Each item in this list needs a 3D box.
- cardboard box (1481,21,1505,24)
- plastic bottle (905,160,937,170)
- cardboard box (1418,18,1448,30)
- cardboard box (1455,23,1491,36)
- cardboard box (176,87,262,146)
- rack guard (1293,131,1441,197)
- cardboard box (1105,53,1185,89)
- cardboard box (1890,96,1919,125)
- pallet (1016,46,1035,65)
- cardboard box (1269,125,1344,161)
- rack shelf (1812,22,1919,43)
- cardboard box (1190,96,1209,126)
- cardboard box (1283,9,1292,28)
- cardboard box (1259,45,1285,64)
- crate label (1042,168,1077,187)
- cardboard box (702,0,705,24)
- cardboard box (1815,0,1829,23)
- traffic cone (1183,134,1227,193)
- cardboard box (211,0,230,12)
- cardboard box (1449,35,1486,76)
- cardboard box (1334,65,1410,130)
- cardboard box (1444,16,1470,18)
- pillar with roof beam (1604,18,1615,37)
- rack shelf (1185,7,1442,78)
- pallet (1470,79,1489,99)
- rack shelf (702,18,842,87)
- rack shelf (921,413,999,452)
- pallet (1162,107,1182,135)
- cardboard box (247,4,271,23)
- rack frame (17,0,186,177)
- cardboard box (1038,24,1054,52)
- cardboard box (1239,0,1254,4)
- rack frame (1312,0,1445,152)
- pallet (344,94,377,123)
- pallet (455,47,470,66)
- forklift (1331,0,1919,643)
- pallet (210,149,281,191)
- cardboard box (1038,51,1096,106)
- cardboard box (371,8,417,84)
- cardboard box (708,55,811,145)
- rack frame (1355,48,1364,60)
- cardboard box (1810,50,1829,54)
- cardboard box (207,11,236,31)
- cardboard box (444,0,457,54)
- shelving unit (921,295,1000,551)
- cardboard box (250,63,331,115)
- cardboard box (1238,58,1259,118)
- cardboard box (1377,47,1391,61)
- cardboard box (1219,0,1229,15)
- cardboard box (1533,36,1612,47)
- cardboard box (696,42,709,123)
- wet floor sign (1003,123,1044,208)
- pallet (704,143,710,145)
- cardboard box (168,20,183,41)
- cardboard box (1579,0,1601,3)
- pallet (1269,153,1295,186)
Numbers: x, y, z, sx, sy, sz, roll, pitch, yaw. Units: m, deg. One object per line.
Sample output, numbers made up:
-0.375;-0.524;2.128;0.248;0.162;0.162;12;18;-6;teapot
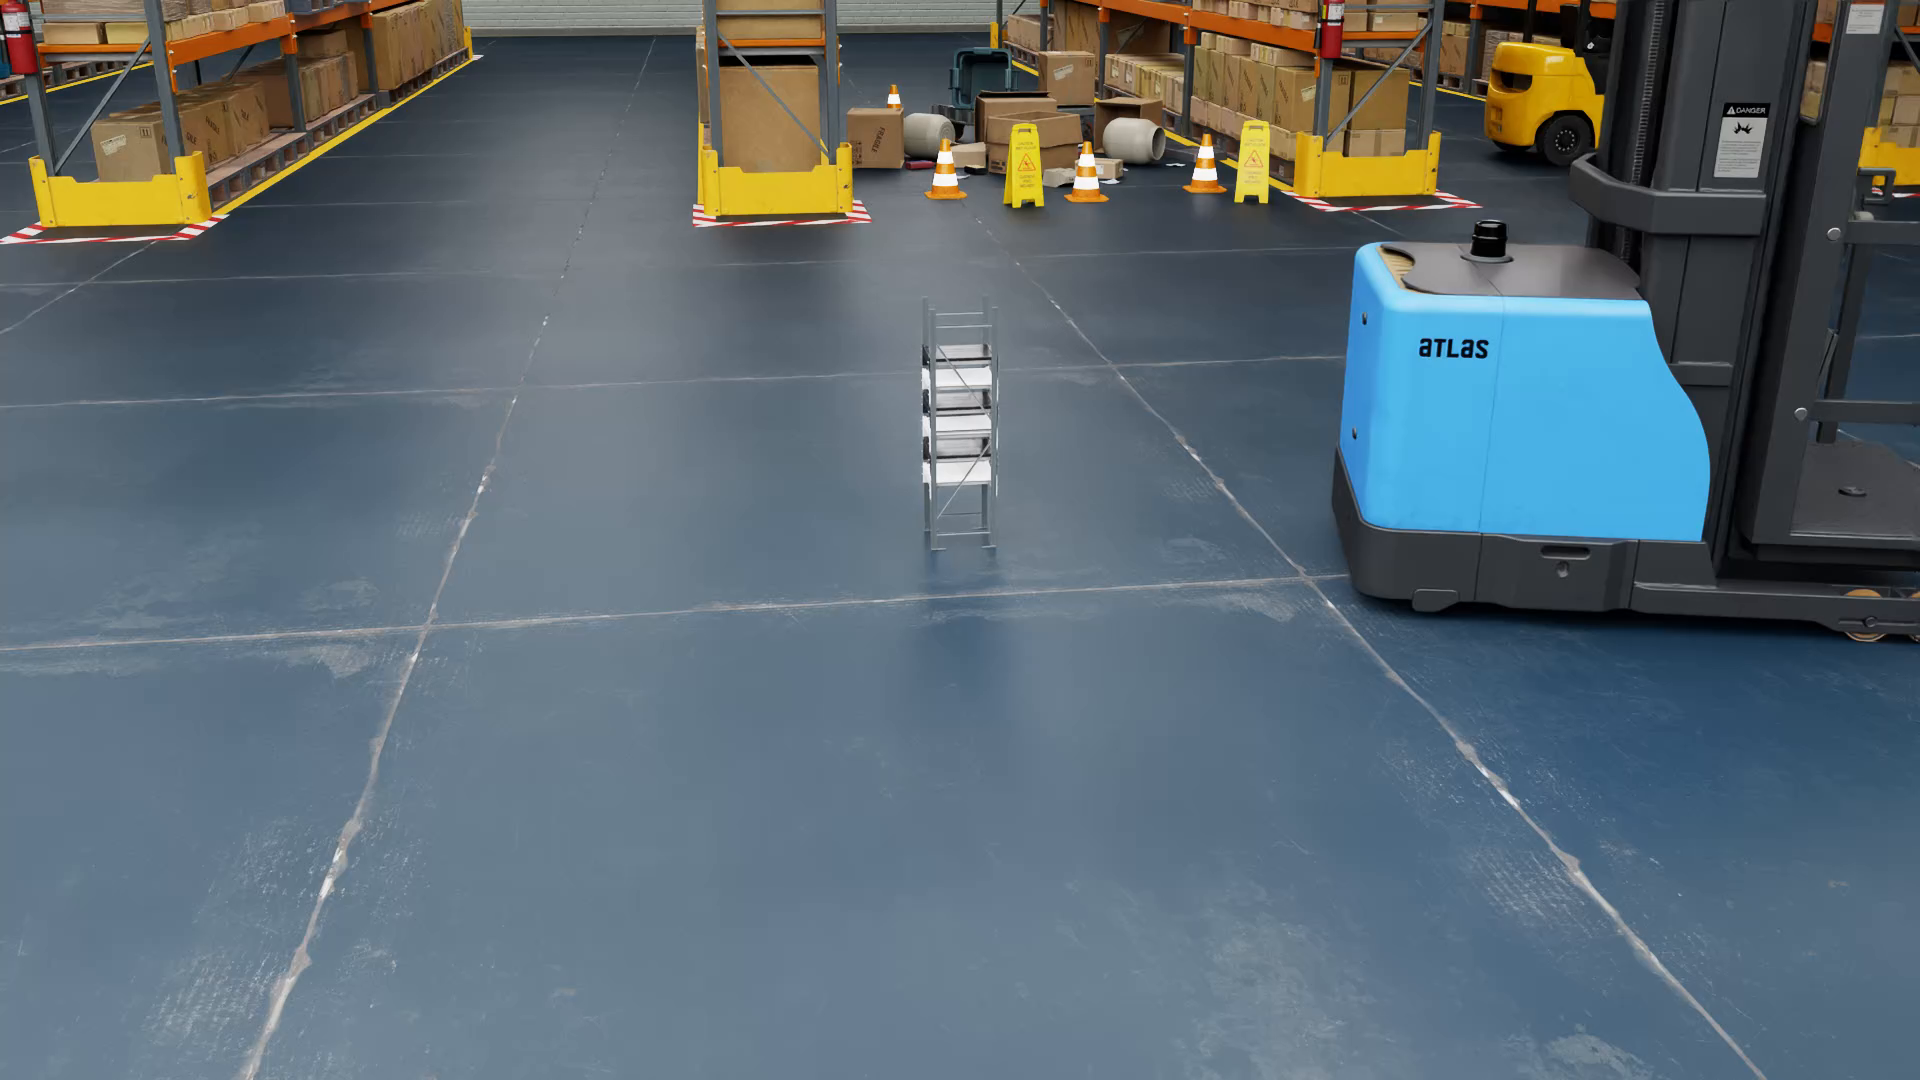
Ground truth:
7.300;-7.044;22.835;0.380;0.149;0.250;-3;21;-7;cardboard box
-0.357;-3.494;15.483;0.283;0.061;0.133;-11;23;-26;plastic bottle
6.708;-7.292;23.497;0.380;0.149;0.250;-4;21;-10;cardboard box
6.872;-6.831;22.264;0.380;0.149;0.250;-4;21;-10;cardboard box
-6.840;-3.894;15.328;0.500;0.500;0.500;4;21;9;cardboard box
3.424;-3.177;14.008;1.175;0.500;0.348;-3;21;-8;rack guard
2.354;-5.861;20.777;0.950;0.372;0.625;-4;21;-11;cardboard box
8.484;-3.889;14.958;0.500;0.250;0.500;-3;21;-7;cardboard box
1.494;-7.861;26.961;1.003;0.211;1.213;-3;21;-8;pallet
3.049;-3.505;14.643;0.500;0.250;0.500;-3;21;-8;cardboard box
8.058;-4.929;16.154;1.077;0.370;4.000;-3;21;-8;rack shelf
2.677;-4.397;17.032;0.500;0.250;0.500;-4;21;-10;cardboard box
3.008;-4.495;14.322;0.380;0.149;0.250;-3;21;-9;cardboard box
2.909;-4.361;14.935;0.380;0.149;0.250;-3;21;-7;cardboard box
0.873;-3.160;14.481;0.250;0.136;0.298;-15;25;-35;crate label
-1.897;-4.983;15.056;0.875;0.550;0.550;-3;21;-8;cardboard box
7.950;-4.957;15.059;0.500;0.500;0.500;-2;21;-6;cardboard box
2.097;-3.217;14.168;0.336;0.463;0.334;-3;21;-8;traffic cone
-6.704;-4.716;13.988;0.875;0.500;0.500;-3;21;-8;cardboard box
6.920;-6.504;22.317;0.500;0.500;0.500;-2;21;-6;cardboard box
3.589;-3.883;14.583;0.500;0.500;0.500;-4;21;-10;cardboard box
7.184;-7.499;24.052;0.380;0.149;0.250;-3;21;-7;cardboard box
4.013;-9.530;18.872;9.100;9.000;0.400;-3;21;-8;pillar with roof beam
3.147;-4.677;15.480;1.077;0.370;4.000;-3;21;-8;rack shelf
7.273;-5.750;21.309;1.003;0.211;1.213;-3;21;-8;pallet
-1.737;-4.392;14.718;1.077;0.370;4.000;-3;21;-8;rack shelf
-0.001;-0.393;6.078;0.258;0.077;0.200;-3;21;-8;rack shelf
2.745;-4.670;18.417;1.003;0.211;1.213;-3;21;-8;pallet
-6.476;-4.772;15.065;0.380;0.149;0.250;-3;21;-8;cardboard box
-6.371;-3.822;12.162;1.000;3.000;0.127;-3;21;-8;rack frame
1.721;-7.696;25.595;0.875;0.438;0.875;-3;21;-9;cardboard box
2.894;-5.205;15.298;0.500;0.500;0.500;-3;21;-7;cardboard box
3.435;-4.322;13.500;1.000;3.000;0.127;-3;21;-8;rack frame
-7.413;-5.015;19.341;1.003;0.211;1.213;-3;21;-8;pallet
-8.485;-7.782;26.751;1.003;0.211;1.213;-3;21;-8;pallet
2.879;-1.235;5.334;3.031;2.935;1.130;2;21;6;forklift
-6.637;-3.246;14.606;1.003;0.211;1.213;-3;21;-8;pallet
1.102;-4.790;17.245;0.500;0.500;0.500;-3;21;-8;cardboard box
-7.724;-6.342;21.346;1.225;0.875;0.875;-3;21;-8;cardboard box
-1.741;-3.774;14.471;0.875;0.875;0.875;-3;21;-9;cardboard box
6.617;-8.728;25.298;1.000;3.000;0.127;-3;21;-8;rack frame
8.260;-4.651;16.281;0.500;0.250;0.500;-3;21;-9;cardboard box
-6.297;-4.339;13.906;0.380;0.149;0.250;-3;21;-8;cardboard box
-8.375;-8.030;25.866;0.875;0.875;0.875;-3;21;-8;cardboard box
-0.001;-0.424;6.066;0.258;0.900;0.210;-3;21;-8;shelving unit
-7.146;-4.815;17.766;0.700;0.500;0.500;-5;21;-12;cardboard box
2.917;-4.201;15.436;0.500;0.500;0.500;-3;21;-9;cardboard box
6.550;-7.391;24.691;0.500;0.500;0.500;-3;21;-8;cardboard box
2.744;-5.201;16.213;0.380;0.149;0.250;-2;21;-6;cardboard box
7.469;-5.752;20.123;0.875;0.625;0.625;-4;21;-10;cardboard box
-2.204;-4.775;17.329;1.050;0.750;0.750;-3;21;-8;cardboard box
0.515;-3.024;13.390;0.267;0.644;0.232;-7;21;-17;wet floor sign
-1.814;-3.425;15.085;1.003;0.211;1.213;-3;21;-8;pallet
-6.193;-3.902;12.736;0.380;0.149;0.250;-3;21;-8;cardboard box
7.360;-6.223;18.805;0.500;0.250;0.500;-3;21;-8;cardboard box
3.342;-3.325;14.816;1.003;0.211;1.213;-3;21;-8;pallet
